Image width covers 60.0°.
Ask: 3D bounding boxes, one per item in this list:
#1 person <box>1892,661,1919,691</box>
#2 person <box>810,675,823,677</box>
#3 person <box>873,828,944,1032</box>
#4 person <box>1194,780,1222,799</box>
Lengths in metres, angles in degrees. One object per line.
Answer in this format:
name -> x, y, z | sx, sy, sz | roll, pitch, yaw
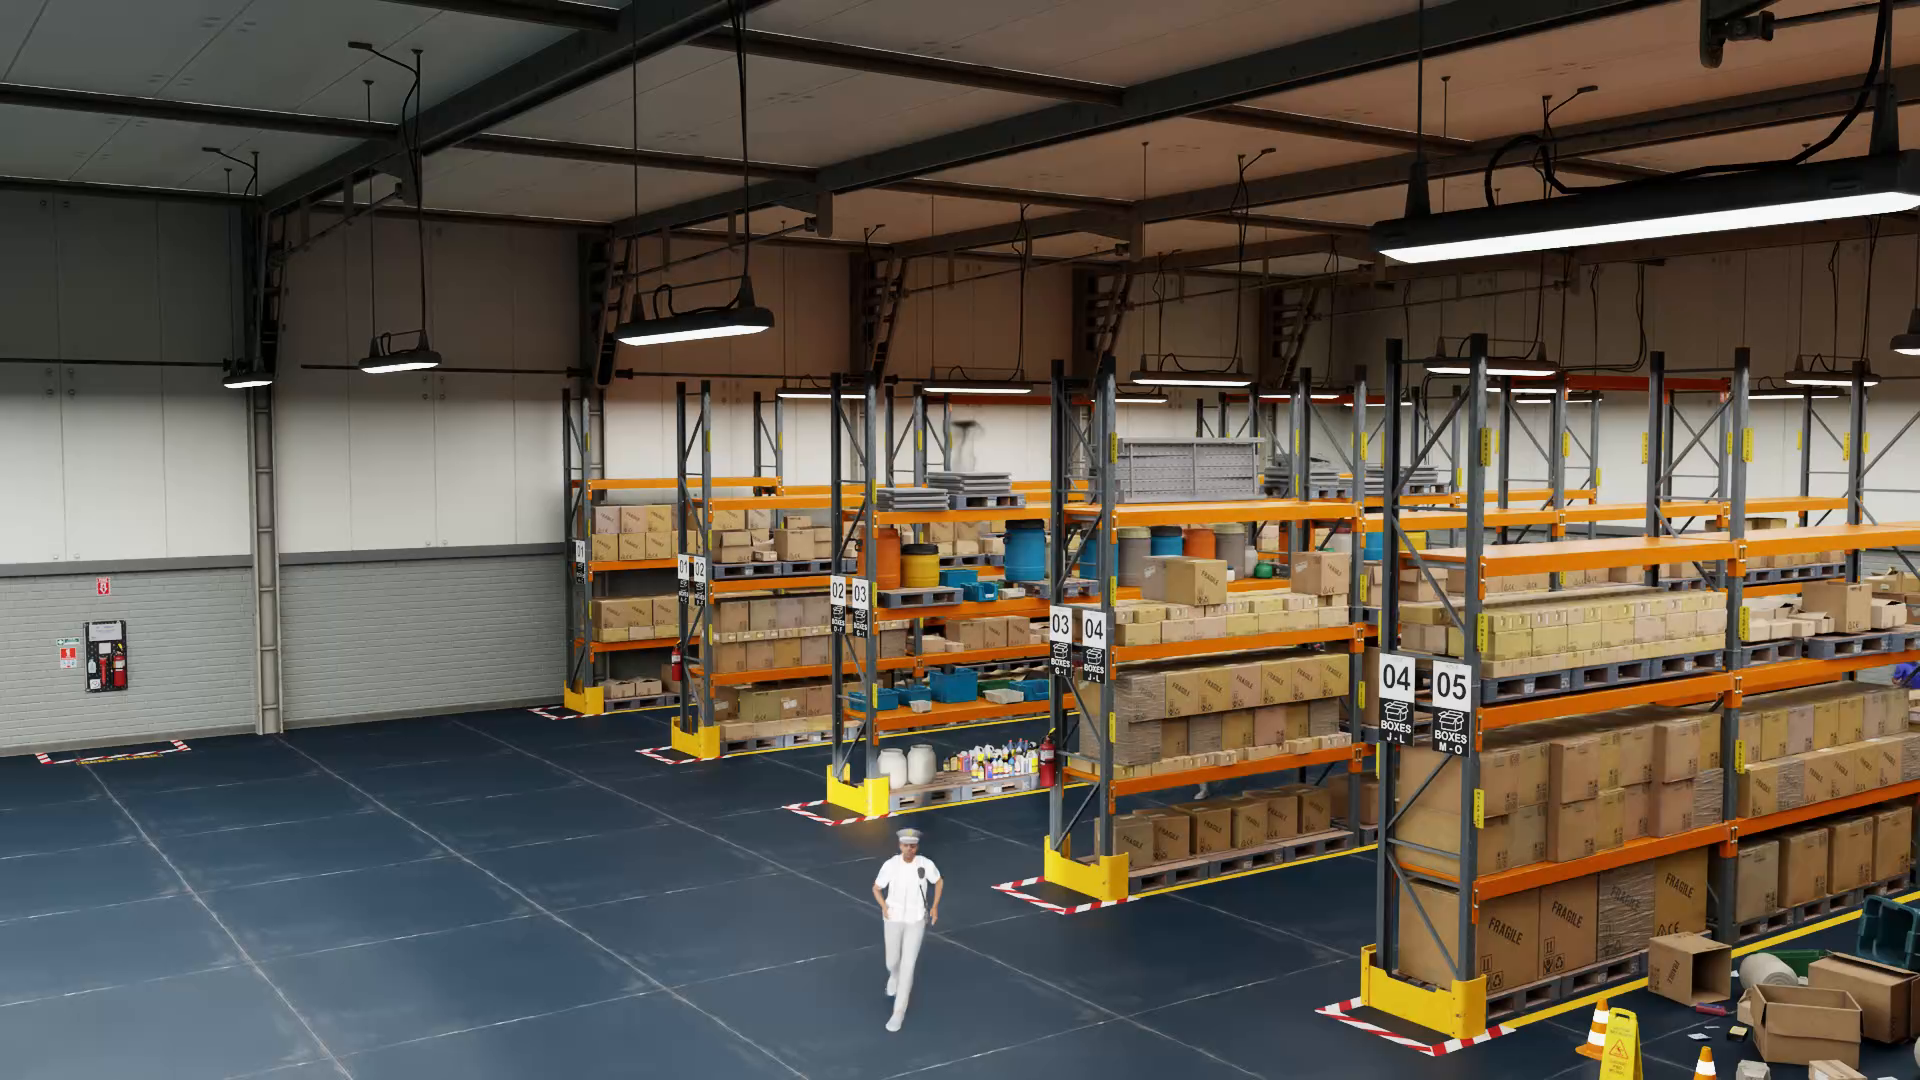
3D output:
person -> 15.751, 2.600, 27.496 | 0.638, 1.627, 0.708 | -1, 4, -11
person -> -2.549, 2.382, 30.198 | 0.782, 1.682, 0.674 | -3, 5, -40
person -> -0.469, 3.377, 14.723 | 0.618, 1.676, 0.958 | 0, 4, 5
person -> 3.459, 2.838, 23.576 | 0.521, 1.655, 0.616 | -3, 5, -41
